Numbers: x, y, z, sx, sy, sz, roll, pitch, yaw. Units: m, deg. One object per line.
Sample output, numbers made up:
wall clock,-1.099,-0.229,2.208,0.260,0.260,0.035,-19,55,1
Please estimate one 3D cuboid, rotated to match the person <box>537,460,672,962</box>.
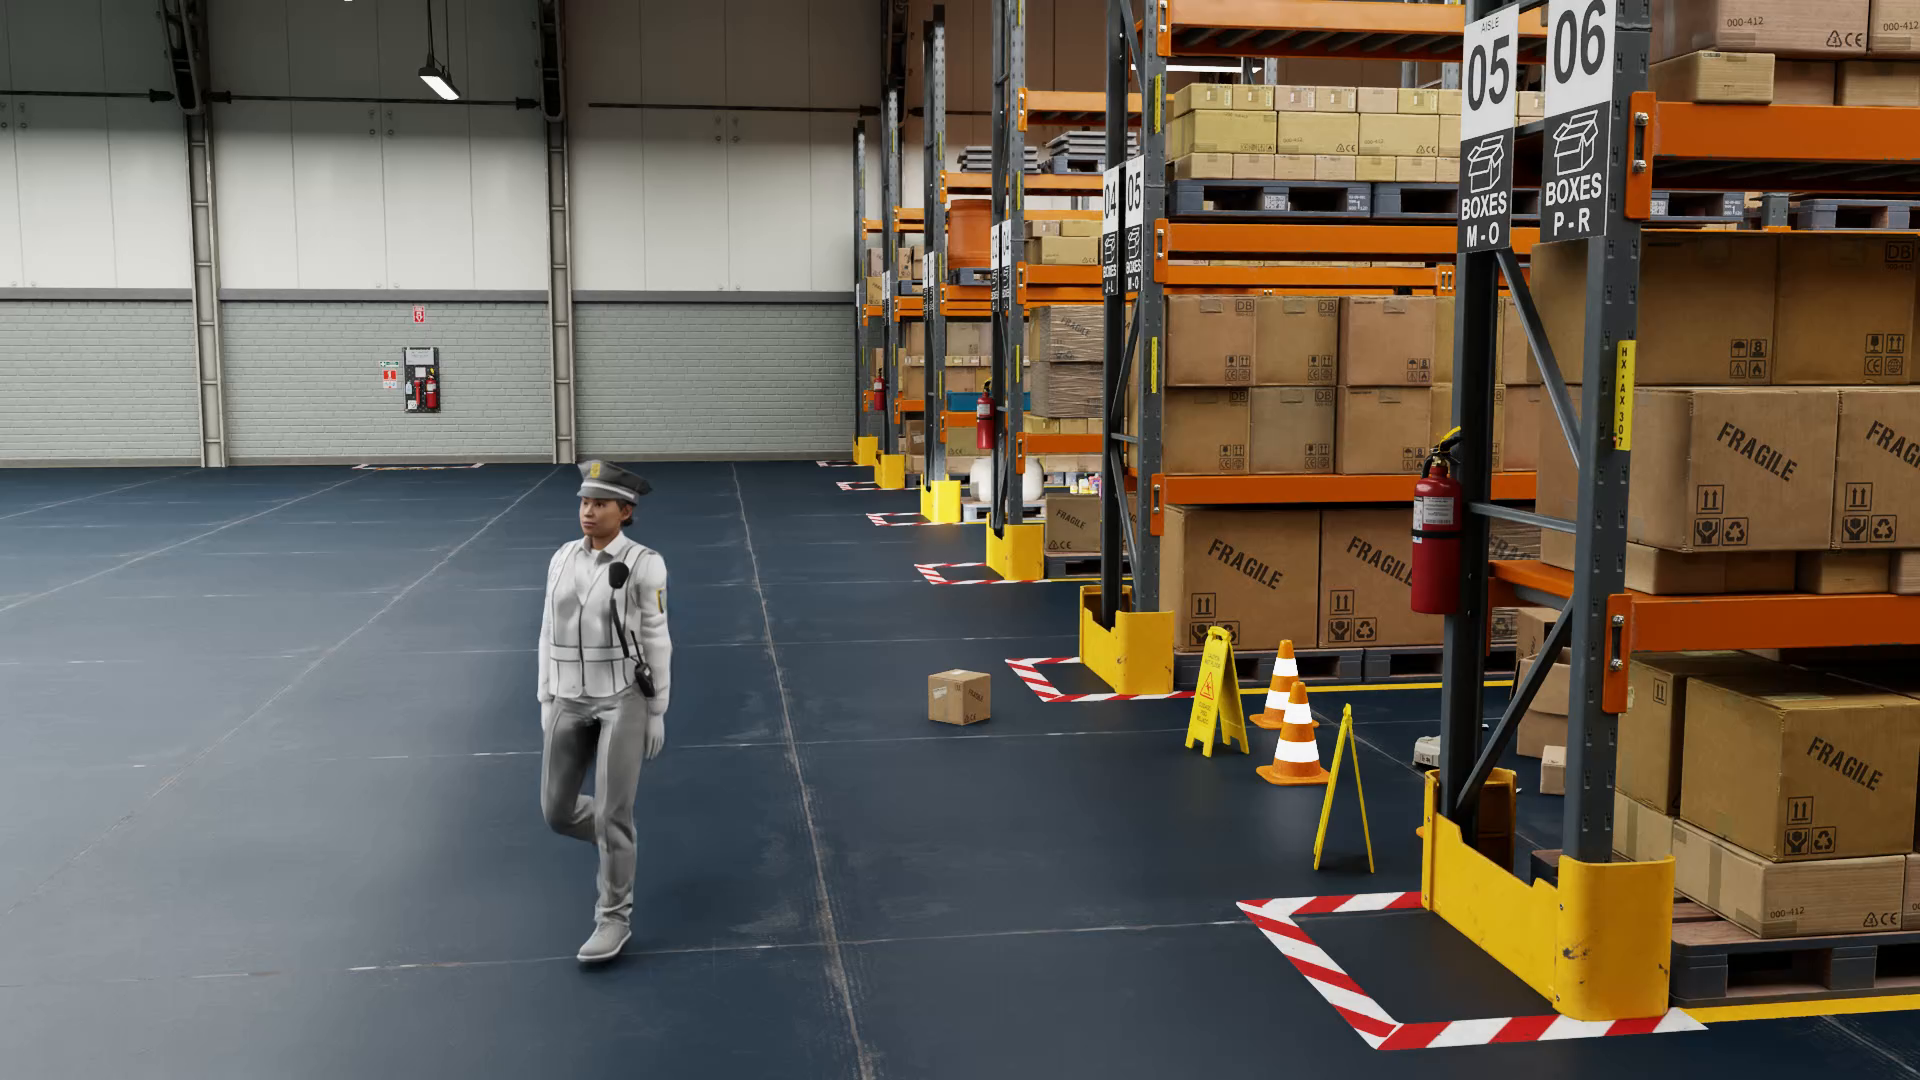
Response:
person,-1.226,0.552,5.770,0.492,1.675,0.633,2,7,16
